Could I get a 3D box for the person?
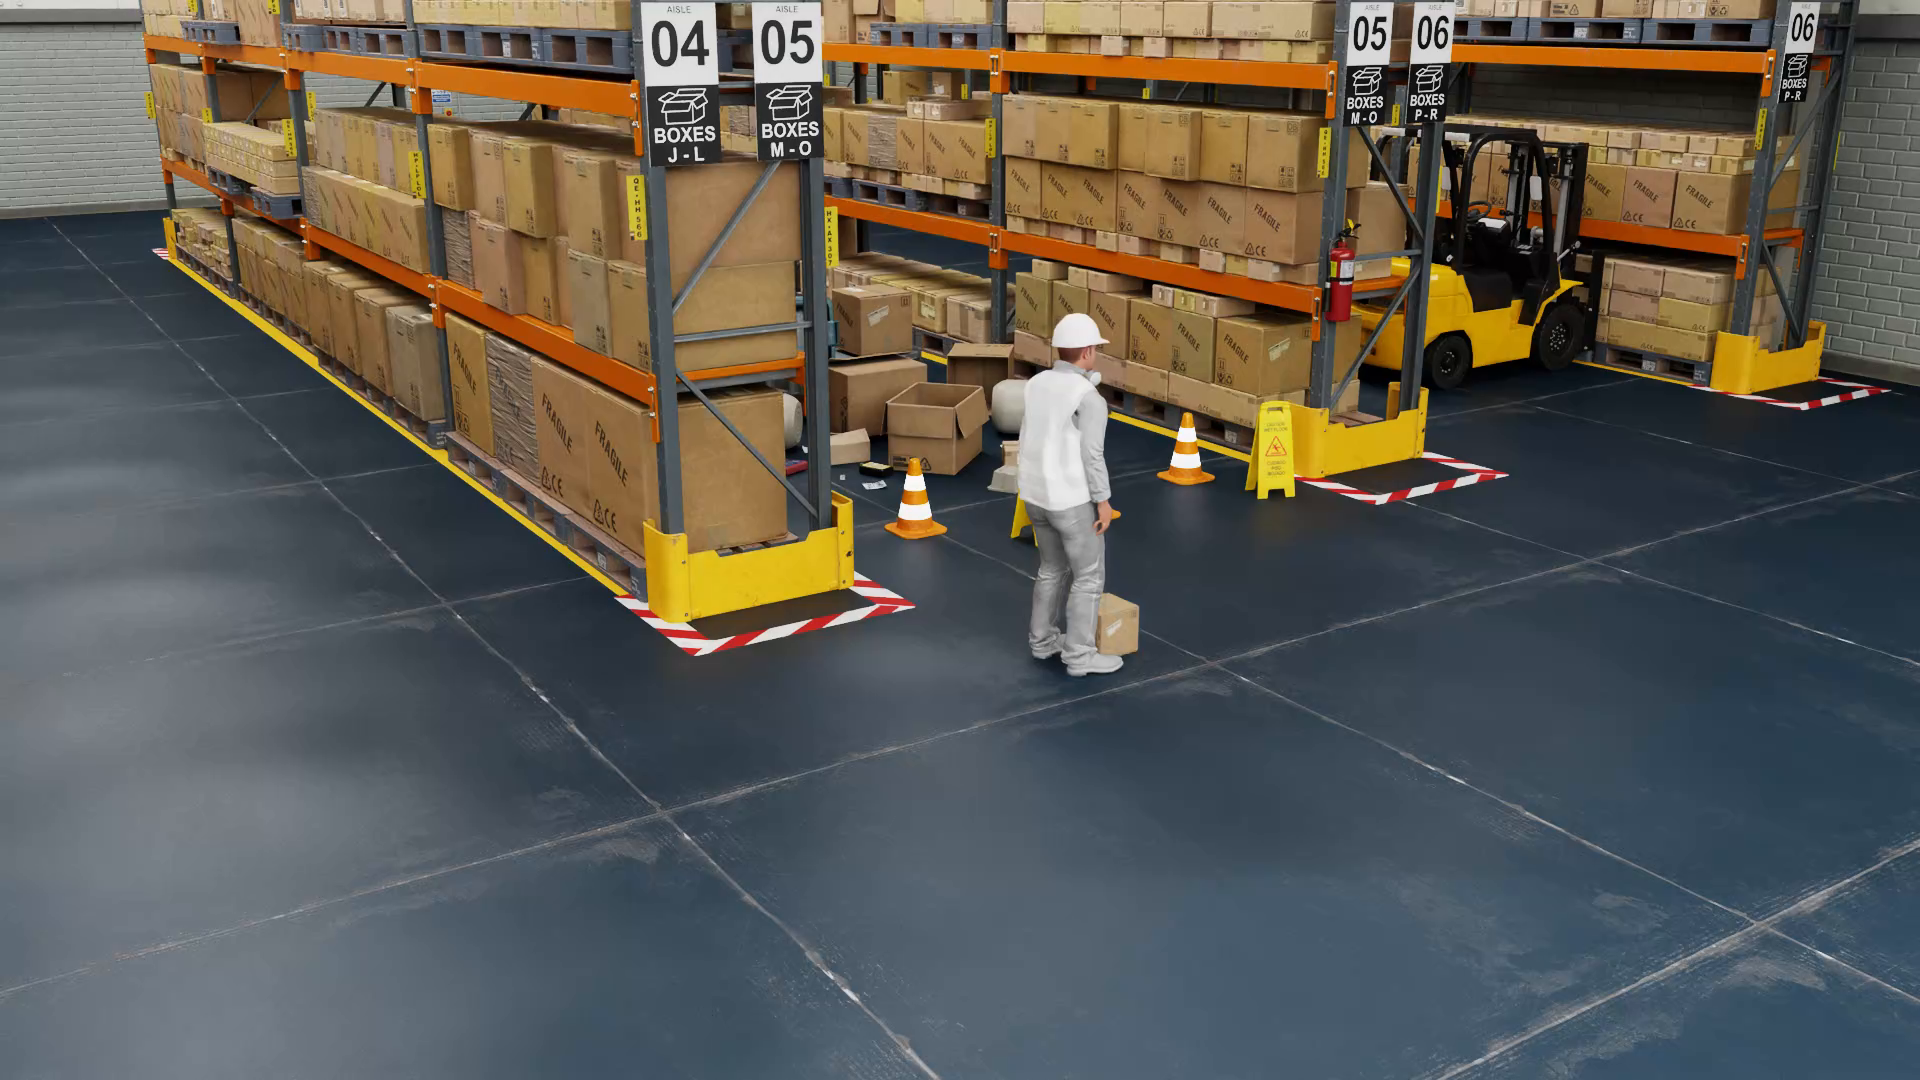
[{"bbox_3d":[0.529,-0.229,8.222,0.465,1.769,0.581,-13,22,-34],"label":"person"}]
